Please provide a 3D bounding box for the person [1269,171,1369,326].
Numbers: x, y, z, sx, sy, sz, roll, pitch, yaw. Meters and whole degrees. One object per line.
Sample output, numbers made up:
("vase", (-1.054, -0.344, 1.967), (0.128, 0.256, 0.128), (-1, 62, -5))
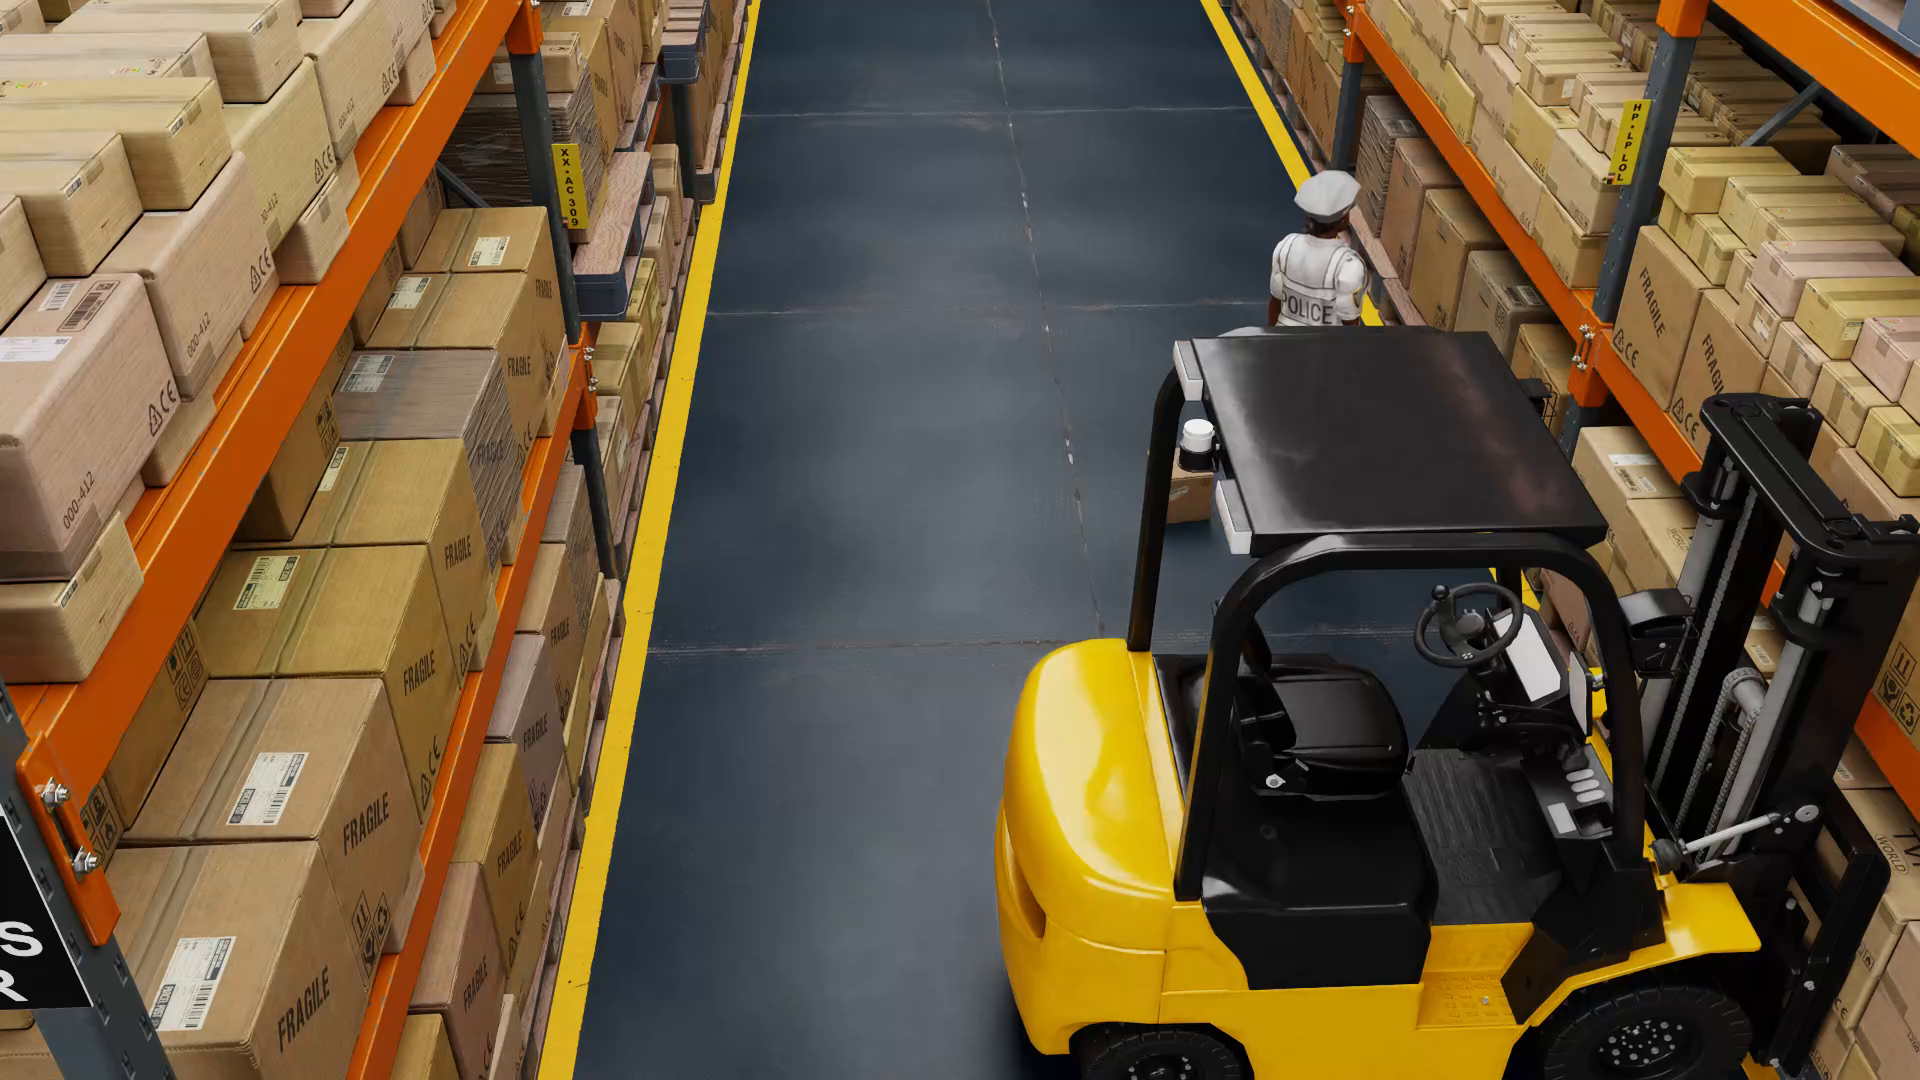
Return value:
("person", (1.543, -0.792, 7.234), (0.439, 1.694, 0.354), (27, 43, 33))
